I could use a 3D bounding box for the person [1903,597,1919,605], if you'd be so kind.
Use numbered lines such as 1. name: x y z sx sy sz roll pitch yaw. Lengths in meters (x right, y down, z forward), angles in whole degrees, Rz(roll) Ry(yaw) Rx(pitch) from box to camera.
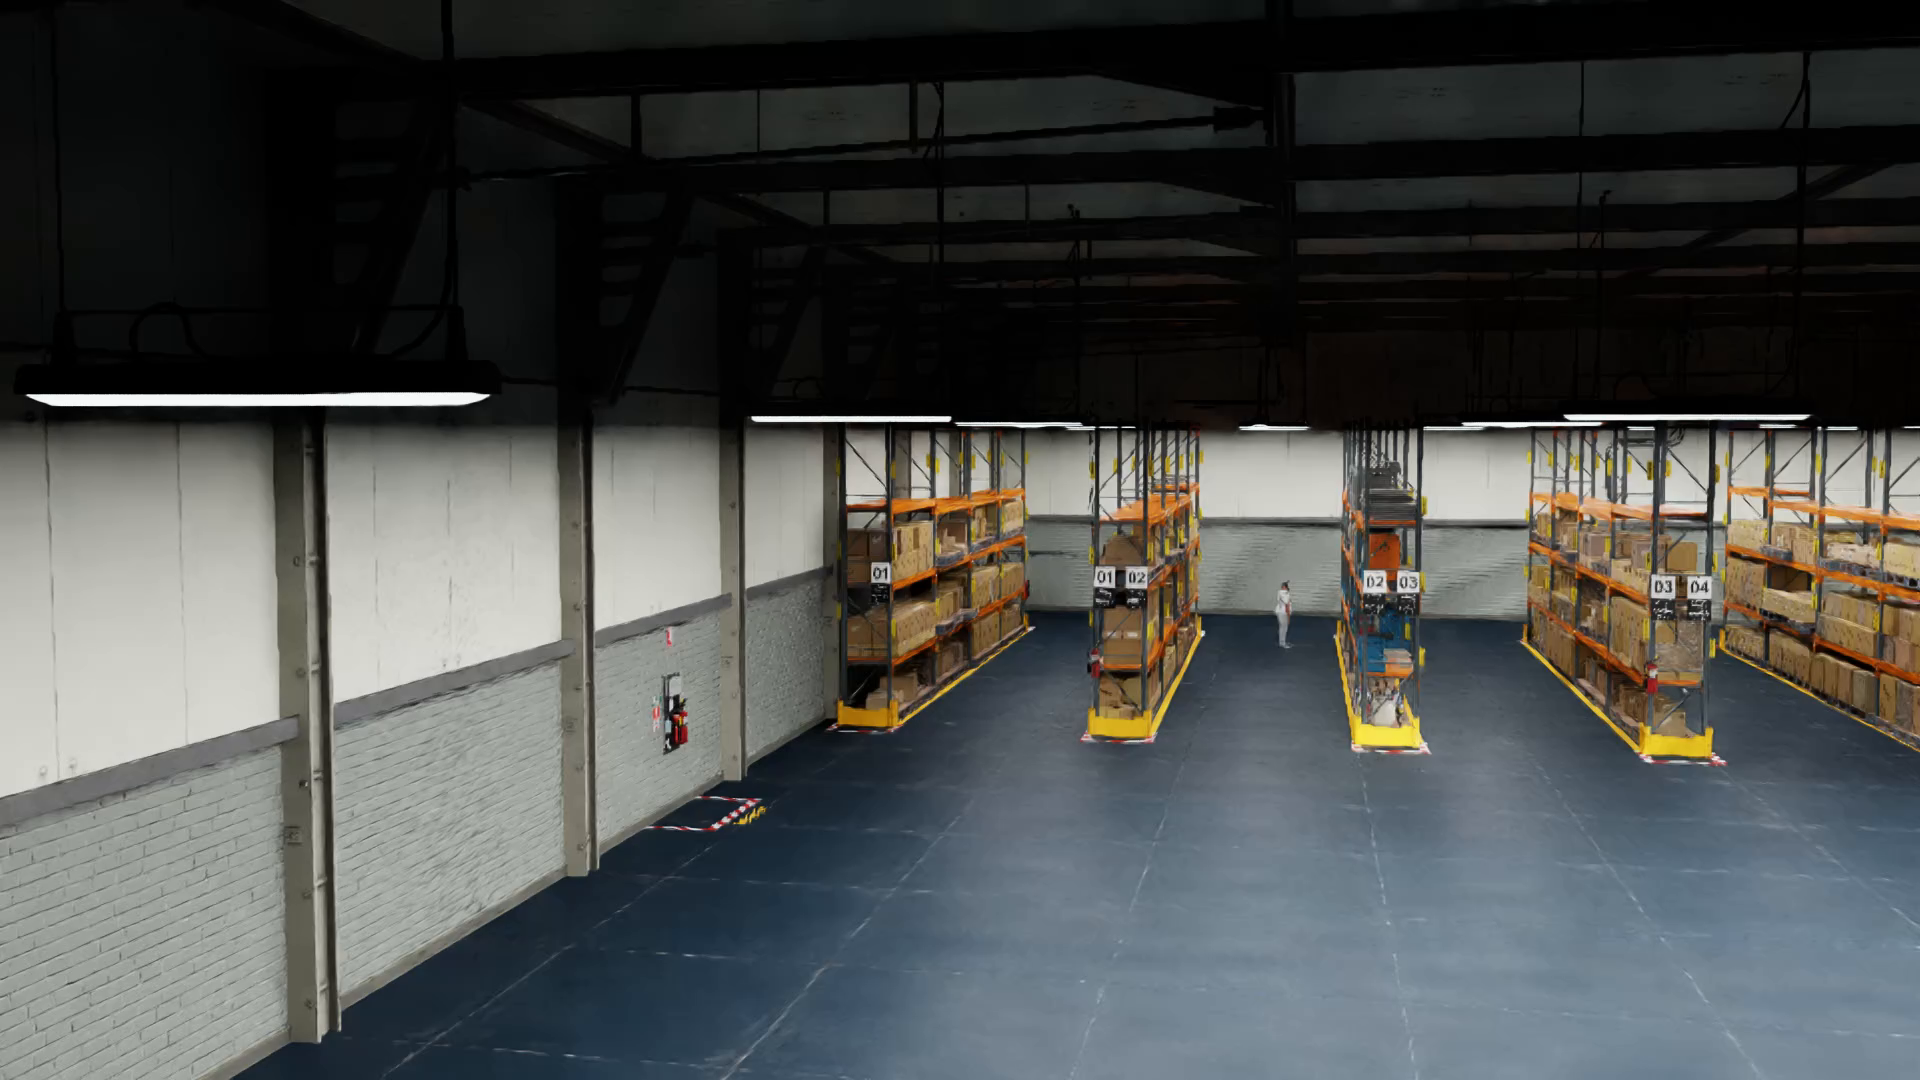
1. person: 26.906 1.799 46.925 0.574 1.775 0.575 -3 5 -42

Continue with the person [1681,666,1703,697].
1. person: 15.885 2.608 35.978 0.412 1.533 0.955 0 4 3

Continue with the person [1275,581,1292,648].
1. person: 8.646 1.961 44.182 0.489 1.763 0.620 -1 4 -12
